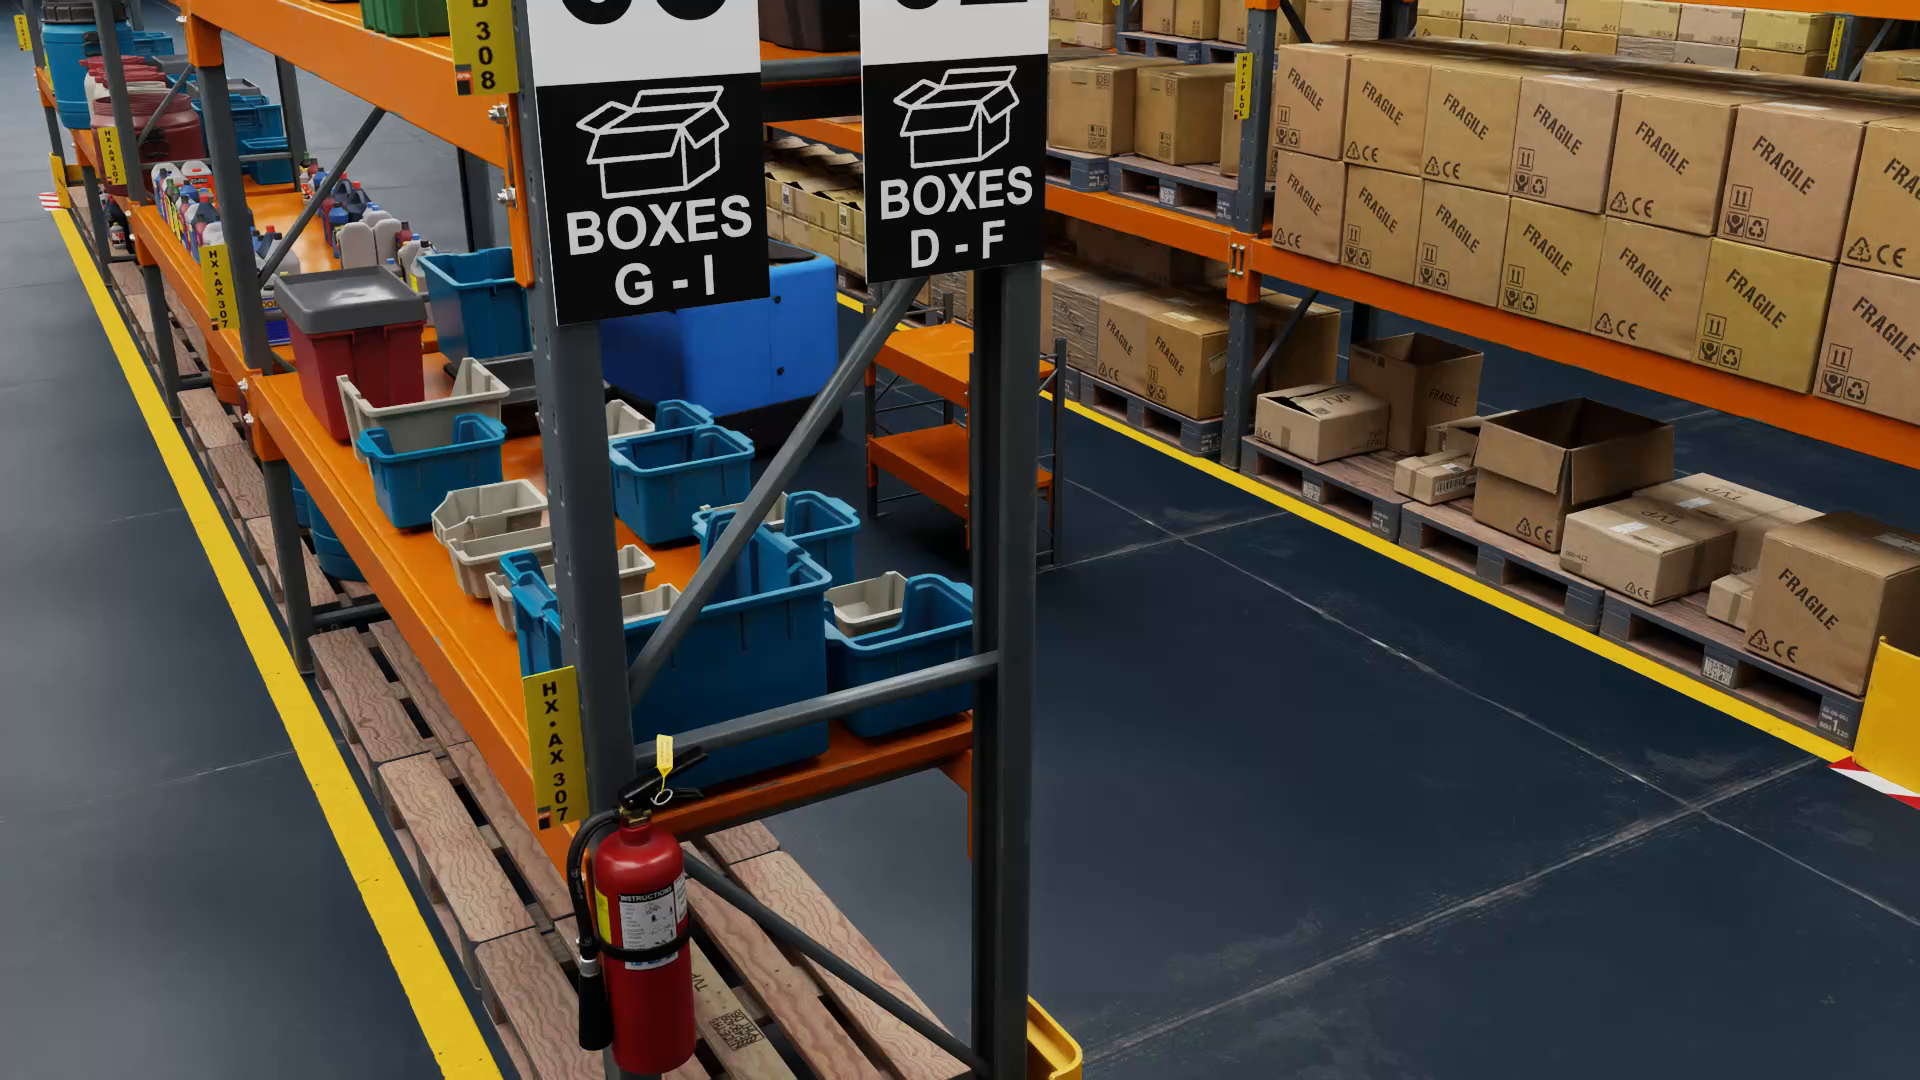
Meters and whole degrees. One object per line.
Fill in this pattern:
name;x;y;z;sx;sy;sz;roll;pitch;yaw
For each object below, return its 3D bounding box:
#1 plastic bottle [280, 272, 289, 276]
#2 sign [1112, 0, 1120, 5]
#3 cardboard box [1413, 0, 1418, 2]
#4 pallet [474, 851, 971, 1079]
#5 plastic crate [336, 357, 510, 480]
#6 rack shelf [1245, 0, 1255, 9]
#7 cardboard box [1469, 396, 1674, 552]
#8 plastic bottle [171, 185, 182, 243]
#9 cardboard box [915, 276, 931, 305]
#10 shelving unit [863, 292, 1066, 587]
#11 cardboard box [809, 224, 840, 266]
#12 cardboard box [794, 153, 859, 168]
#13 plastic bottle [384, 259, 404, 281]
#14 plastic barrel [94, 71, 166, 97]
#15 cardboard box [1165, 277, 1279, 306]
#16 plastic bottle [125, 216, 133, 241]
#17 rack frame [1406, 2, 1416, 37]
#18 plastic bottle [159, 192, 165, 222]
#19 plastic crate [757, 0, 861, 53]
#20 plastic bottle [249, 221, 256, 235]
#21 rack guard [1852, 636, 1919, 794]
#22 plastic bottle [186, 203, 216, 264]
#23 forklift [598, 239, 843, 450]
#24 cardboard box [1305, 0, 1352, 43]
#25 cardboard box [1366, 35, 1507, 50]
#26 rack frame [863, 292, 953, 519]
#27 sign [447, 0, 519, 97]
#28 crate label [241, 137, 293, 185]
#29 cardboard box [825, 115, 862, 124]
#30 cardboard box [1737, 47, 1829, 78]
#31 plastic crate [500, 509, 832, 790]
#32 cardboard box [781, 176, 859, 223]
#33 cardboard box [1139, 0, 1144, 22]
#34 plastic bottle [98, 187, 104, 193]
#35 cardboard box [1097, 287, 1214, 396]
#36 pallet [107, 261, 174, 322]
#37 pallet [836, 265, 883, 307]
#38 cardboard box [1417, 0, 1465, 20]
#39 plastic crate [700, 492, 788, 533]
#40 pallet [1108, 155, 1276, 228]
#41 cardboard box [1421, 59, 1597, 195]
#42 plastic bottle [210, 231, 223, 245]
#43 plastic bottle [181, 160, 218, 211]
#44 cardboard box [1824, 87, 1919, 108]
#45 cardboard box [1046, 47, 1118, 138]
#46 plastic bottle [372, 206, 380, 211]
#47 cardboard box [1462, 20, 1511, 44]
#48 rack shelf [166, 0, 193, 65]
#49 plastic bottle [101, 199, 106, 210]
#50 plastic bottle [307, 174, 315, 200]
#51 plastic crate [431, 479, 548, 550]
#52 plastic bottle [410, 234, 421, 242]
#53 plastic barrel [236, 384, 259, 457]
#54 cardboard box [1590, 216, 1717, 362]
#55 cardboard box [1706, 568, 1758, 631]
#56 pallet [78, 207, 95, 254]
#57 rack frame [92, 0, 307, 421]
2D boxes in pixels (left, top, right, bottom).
plastic bottle;-2.908;-1.057;7.192;0.097;0.201;0.097;0;22;0
sign;1.628;-5.725;17.263;0.100;0.325;0.005;-13;25;-28
cardboard box;3.932;-4.792;14.540;0.380;0.149;0.250;-17;27;-35
pallet;-0.685;1.377;4.644;1.003;0.211;1.213;-13;25;-28
plastic crate;-1.719;-0.379;5.337;0.437;0.282;0.530;-13;25;-28
rack shelf;0.898;-3.591;10.134;1.077;0.370;4.000;-13;25;-28
cardboard box;2.884;-0.327;7.864;0.797;0.503;0.637;-13;25;-28
plastic bottle;-4.057;-1.697;8.659;0.061;0.283;0.133;-13;25;-28
cardboard box;-0.136;-2.025;12.046;0.500;0.500;0.500;-11;25;-26
shelving unit;0.003;-0.519;8.094;0.538;1.125;1.048;-13;25;-28
cardboard box;-0.868;-2.392;13.307;0.500;0.250;0.500;-13;25;-29
cardboard box;-1.189;-3.252;14.678;0.500;0.311;0.500;-13;25;-28
plastic bottle;-2.534;-1.155;7.433;0.097;0.201;0.097;0;22;0
plastic barrel;-5.531;-2.859;11.180;0.433;0.535;0.433;0;22;0
cardboard box;1.600;-1.307;10.278;0.500;0.500;0.500;-12;25;-27
plastic bottle;-6.880;-2.682;13.861;0.144;0.351;0.185;-13;25;-28
rack frame;4.134;-4.136;14.503;1.000;3.000;0.127;-13;25;-28
plastic bottle;-4.355;-1.862;9.172;0.097;0.201;0.097;0;22;0
plastic crate;-0.254;-1.148;3.342;0.497;0.269;0.590;-13;25;-28
plastic bottle;-3.353;-1.371;7.873;0.097;0.271;0.097;0;22;0
rack guard;3.925;0.541;6.316;1.175;0.500;0.348;-13;25;-28
plastic bottle;-3.732;-1.522;8.236;0.152;0.276;0.135;-13;25;-28
forklift;-2.009;-2.270;10.004;1.130;2.935;3.031;-17;28;-36
cardboard box;3.576;-4.712;15.203;0.700;0.500;0.500;-15;27;-33
cardboard box;2.401;-2.283;8.483;0.500;0.500;0.500;-12;25;-28
rack frame;-0.256;-0.683;8.499;0.500;1.125;0.032;-13;25;-28
sign;-0.762;-0.871;2.625;0.100;0.325;0.005;-13;25;-28
crate label;-4.276;-2.361;10.359;0.303;0.233;0.416;-13;25;-28
cardboard box;-0.820;-3.303;12.789;0.380;0.149;0.250;-13;25;-28
cardboard box;5.724;-3.135;11.487;0.500;0.500;0.500;-13;26;-29
plastic crate;-0.629;0.243;3.604;0.616;0.435;0.499;-13;25;-28
cardboard box;-1.129;-2.815;13.604;0.500;0.311;0.500;-13;25;-29
cardboard box;2.030;-5.910;18.045;0.500;0.500;0.500;-13;26;-29
plastic bottle;-7.637;-3.002;14.753;0.097;0.271;0.097;0;22;0
cardboard box;1.176;-1.199;10.013;0.500;0.500;0.500;-13;25;-28
pallet;-5.992;-1.986;12.918;1.003;0.211;1.213;-13;25;-28
pallet;-0.510;-2.164;13.355;1.003;0.211;1.213;-13;25;-28
cardboard box;4.159;-4.471;13.777;0.500;0.250;0.500;-12;25;-27
plastic crate;-0.579;-0.029;4.669;0.250;0.136;0.298;-13;25;-28
pallet;1.606;-2.078;9.694;1.003;0.211;1.213;-13;25;-28
cardboard box;2.445;-1.856;7.434;0.500;0.500;0.500;-13;26;-30
plastic bottle;-3.332;-1.268;7.613;0.152;0.276;0.135;-13;25;-28
plastic bottle;-4.310;-2.000;9.412;0.152;0.276;0.135;-13;25;-28
cardboard box;3.690;-1.464;6.468;0.500;0.500;0.500;-12;25;-28
cardboard box;0.598;-2.908;10.791;0.700;0.500;0.500;-8;23;-18
plastic bottle;-2.876;-1.516;8.230;0.097;0.271;0.097;0;22;0
cardboard box;4.421;-3.951;13.495;0.500;0.500;0.500;-12;25;-26
rack shelf;-3.362;-2.639;7.793;1.077;0.370;4.000;-13;25;-28
plastic bottle;-7.221;-2.730;14.068;0.061;0.283;0.133;-11;24;-25
plastic bottle;-3.649;-1.974;9.448;0.097;0.201;0.097;0;22;0
plastic crate;-1.335;-0.050;4.720;0.298;0.136;0.250;-13;25;-28
plastic bottle;-2.472;-1.260;7.599;0.097;0.271;0.097;0;22;0
plastic barrel;-3.542;-0.787;8.909;0.600;0.588;0.708;-13;25;-28
cardboard box;2.982;-1.061;6.805;0.500;0.500;0.500;-12;25;-28
cardboard box;3.344;0.240;6.917;0.380;0.166;0.250;-13;25;-28
pallet;-7.361;-2.854;15.053;1.003;0.211;1.213;-13;25;-28
rack frame;-4.383;-2.230;9.815;1.000;3.000;0.127;-13;25;-28
